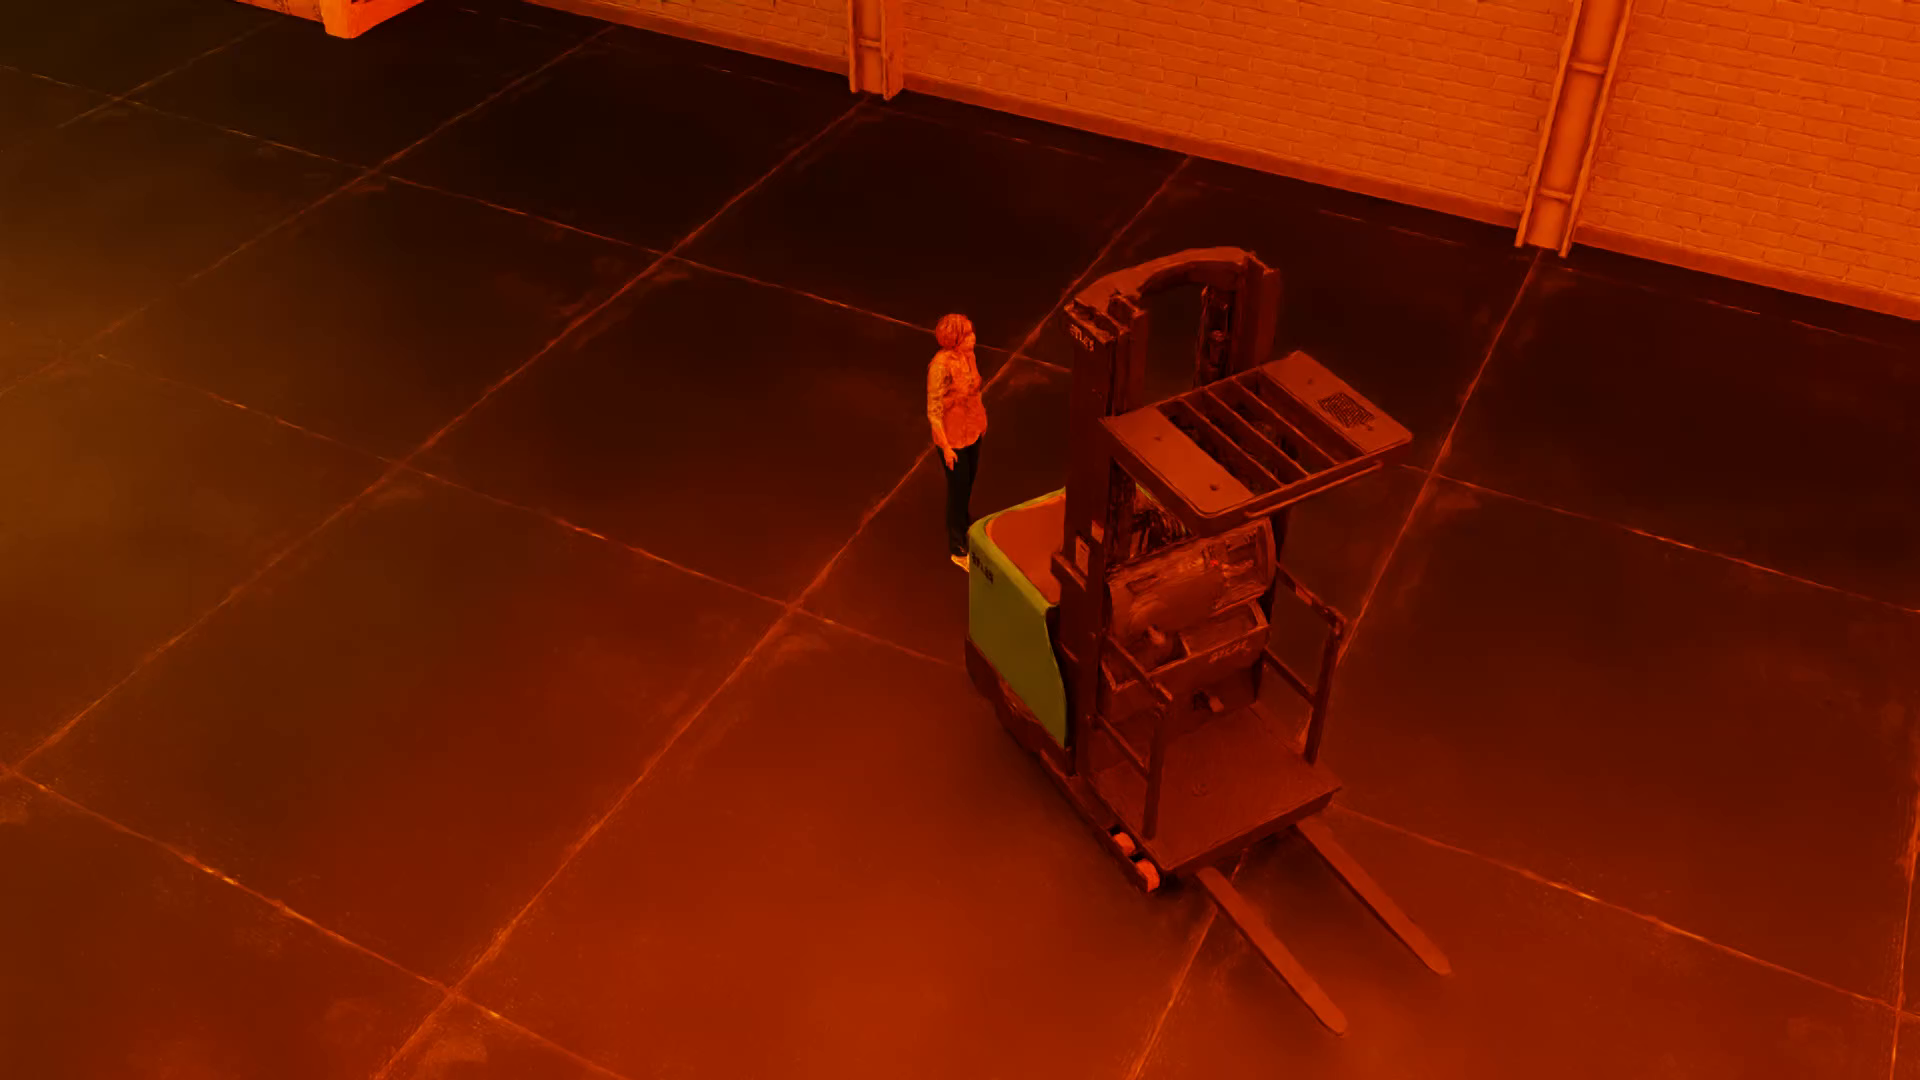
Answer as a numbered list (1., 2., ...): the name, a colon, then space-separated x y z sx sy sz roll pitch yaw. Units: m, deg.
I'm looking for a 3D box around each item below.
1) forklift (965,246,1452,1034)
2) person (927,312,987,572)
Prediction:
1. forklift: 1.201 0.274 7.661 1.130 2.935 3.031 -20 44 -22
2. person: 0.060 -0.586 9.707 0.474 1.597 0.520 18 43 21
